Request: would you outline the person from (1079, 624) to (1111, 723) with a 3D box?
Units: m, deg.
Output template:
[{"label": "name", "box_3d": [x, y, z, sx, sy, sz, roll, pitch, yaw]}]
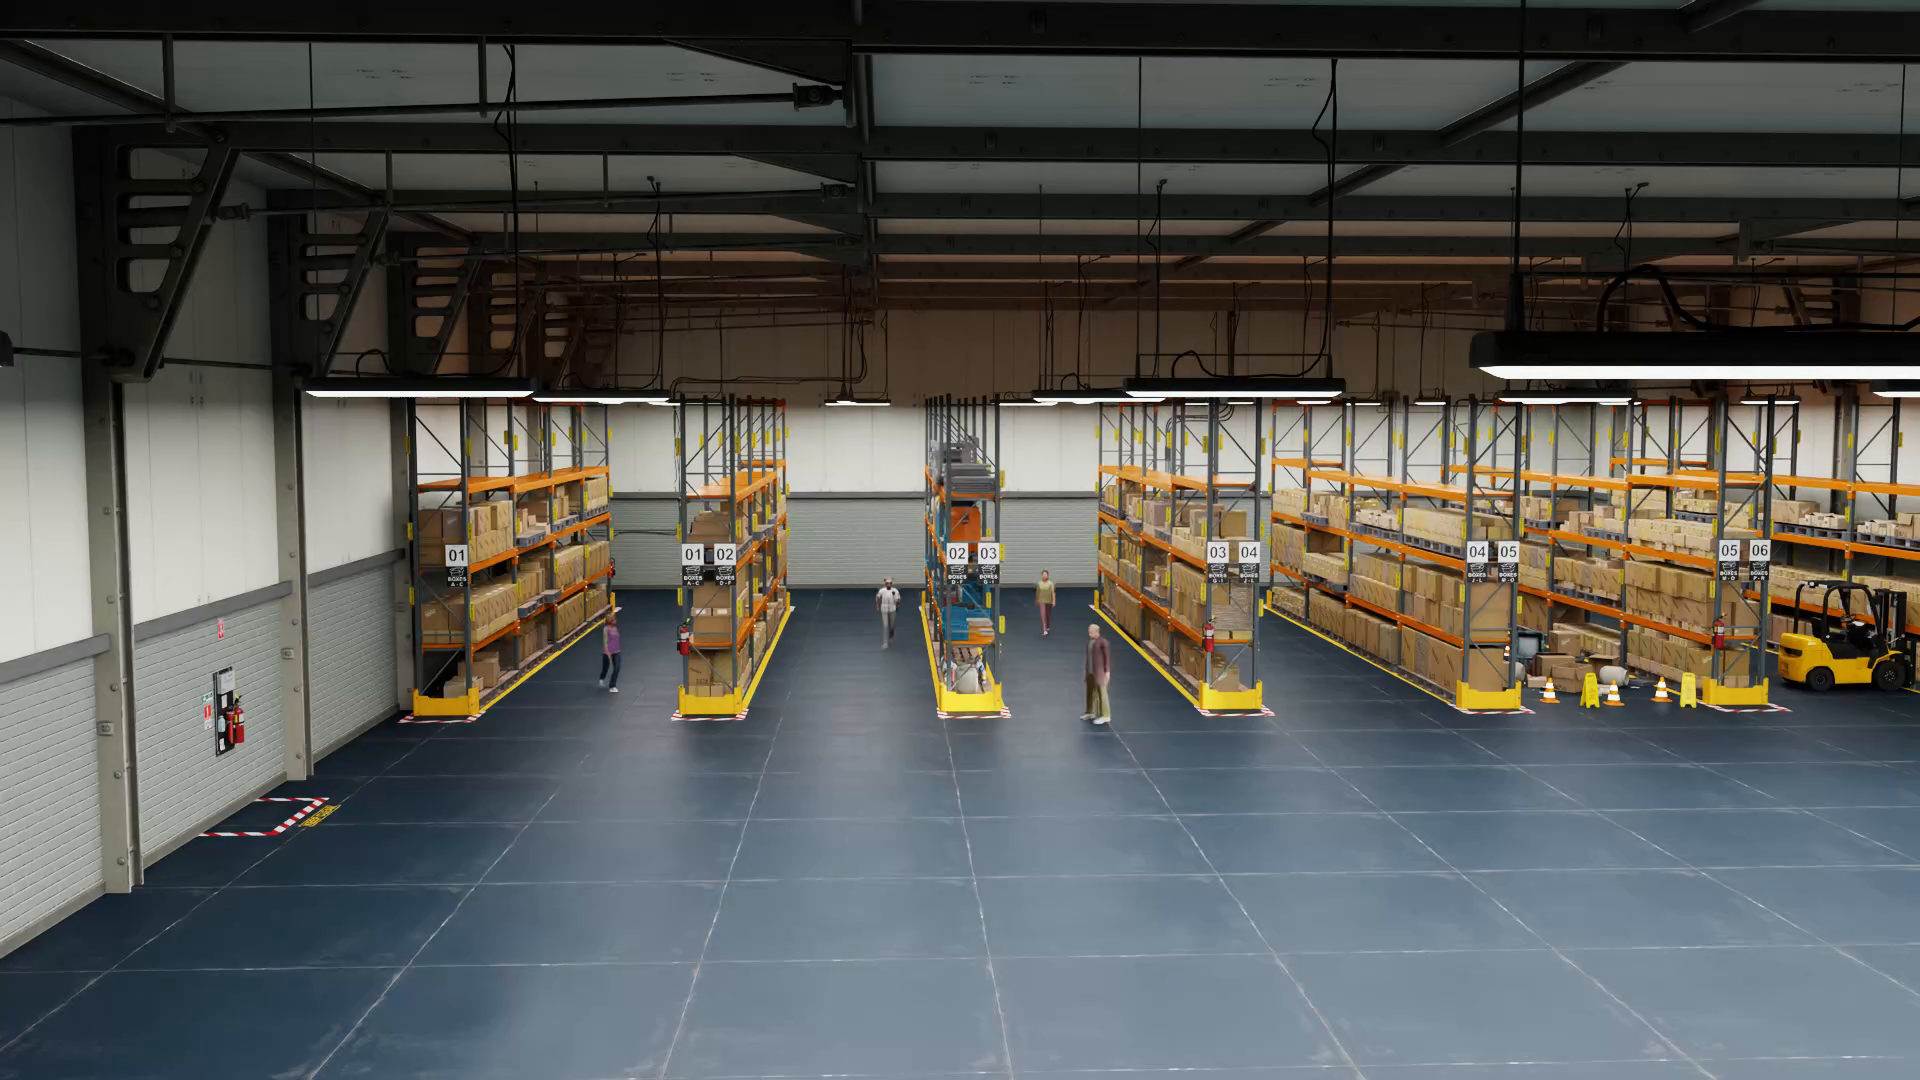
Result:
[{"label": "person", "box_3d": [2.445, 2.426, 30.411, 0.426, 1.778, 0.634, -3, 6, -37]}]

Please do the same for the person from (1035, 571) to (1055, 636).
[{"label": "person", "box_3d": [2.174, 1.585, 42.190, 0.471, 1.617, 1.064, -1, 5, -6]}]

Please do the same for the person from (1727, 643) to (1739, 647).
[{"label": "person", "box_3d": [17.280, 1.906, 37.194, 0.414, 1.777, 0.565, 2, 5, 28]}]

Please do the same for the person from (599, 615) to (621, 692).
[{"label": "person", "box_3d": [-7.086, 2.279, 33.663, 0.389, 1.554, 0.773, -3, 5, -32]}]

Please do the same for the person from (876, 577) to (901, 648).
[{"label": "person", "box_3d": [-1.723, 1.708, 39.884, 0.627, 1.651, 1.006, 0, 5, 1]}]
